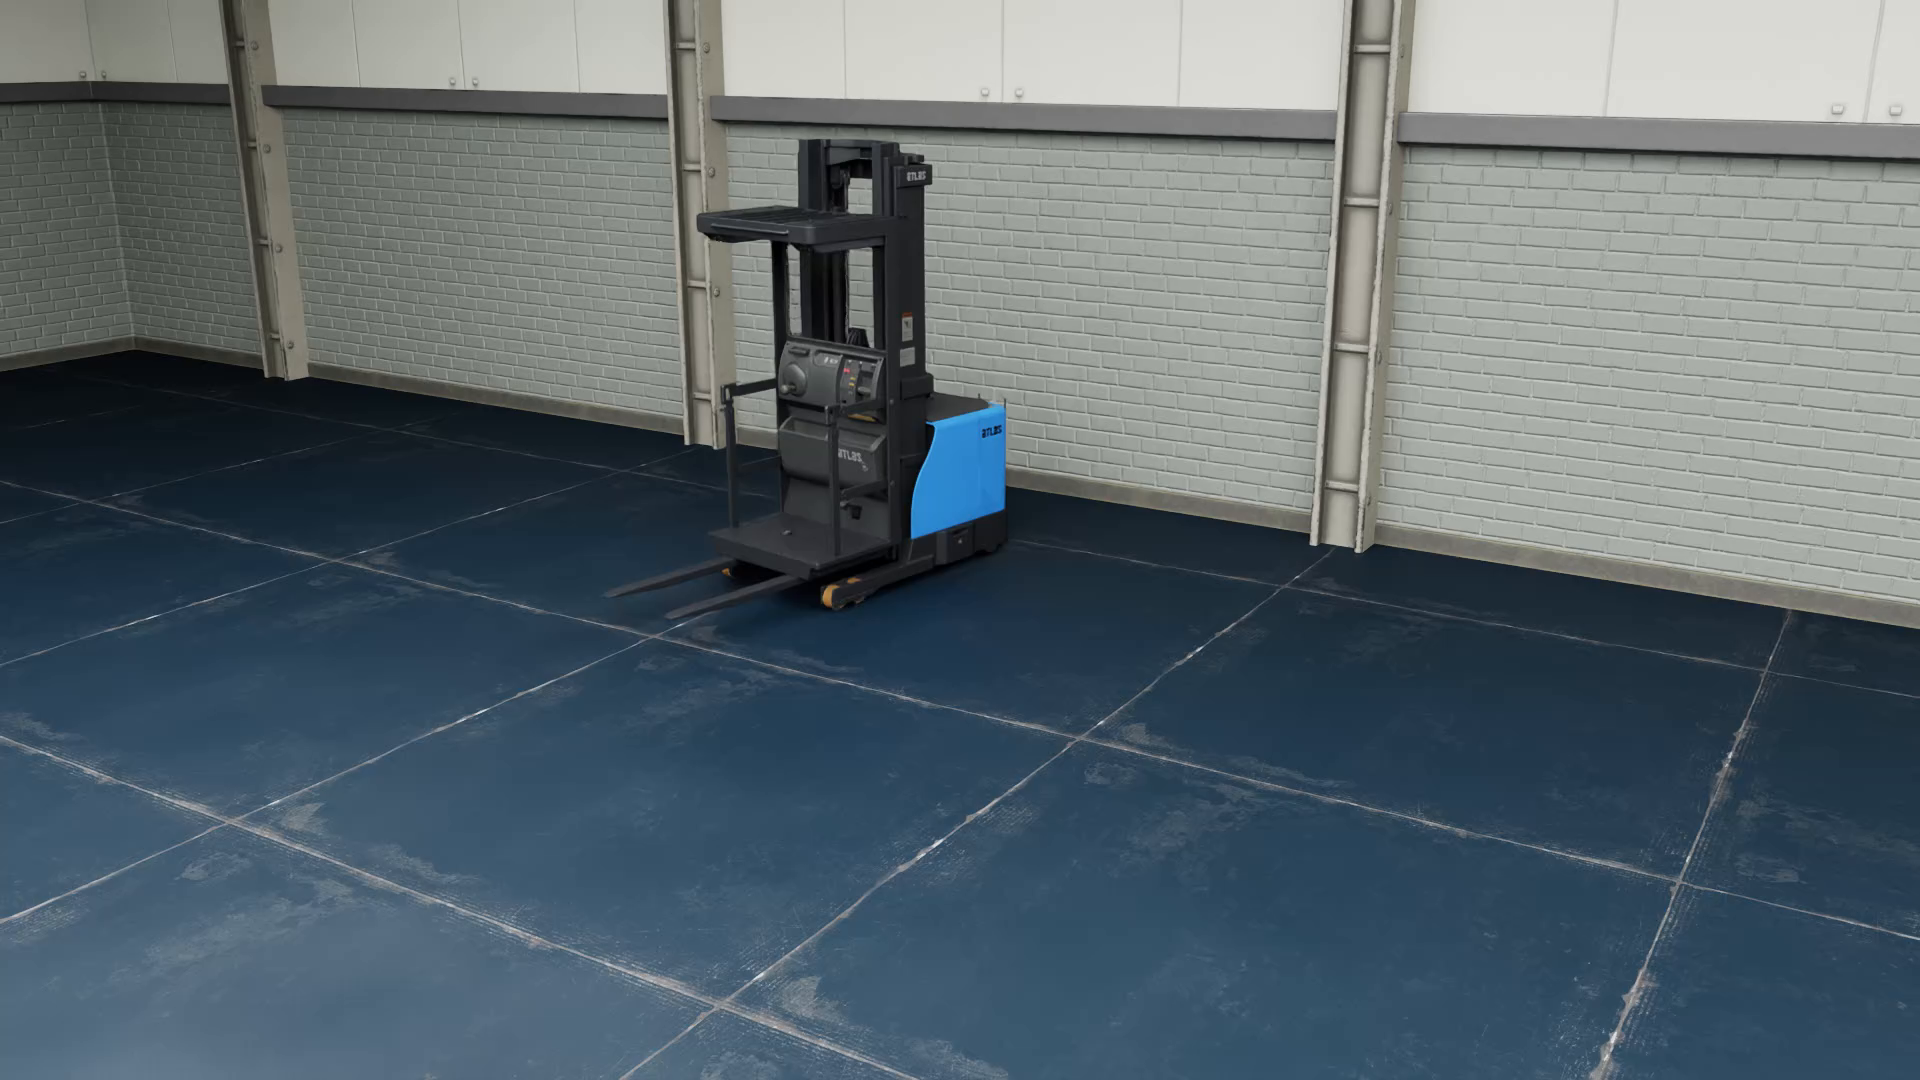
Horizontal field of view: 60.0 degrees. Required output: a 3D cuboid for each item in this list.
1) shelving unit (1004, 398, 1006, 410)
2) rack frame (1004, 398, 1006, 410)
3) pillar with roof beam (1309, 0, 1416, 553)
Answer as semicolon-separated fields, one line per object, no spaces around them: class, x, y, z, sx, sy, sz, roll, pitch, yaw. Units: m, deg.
shelving unit;0.177;-0.541;12.357;0.249;1.050;0.215;14;22;39
rack frame;0.268;-0.518;12.281;0.008;1.050;0.200;14;22;39
pillar with roof beam;0.574;-3.214;7.479;0.400;9.000;9.100;10;20;30
